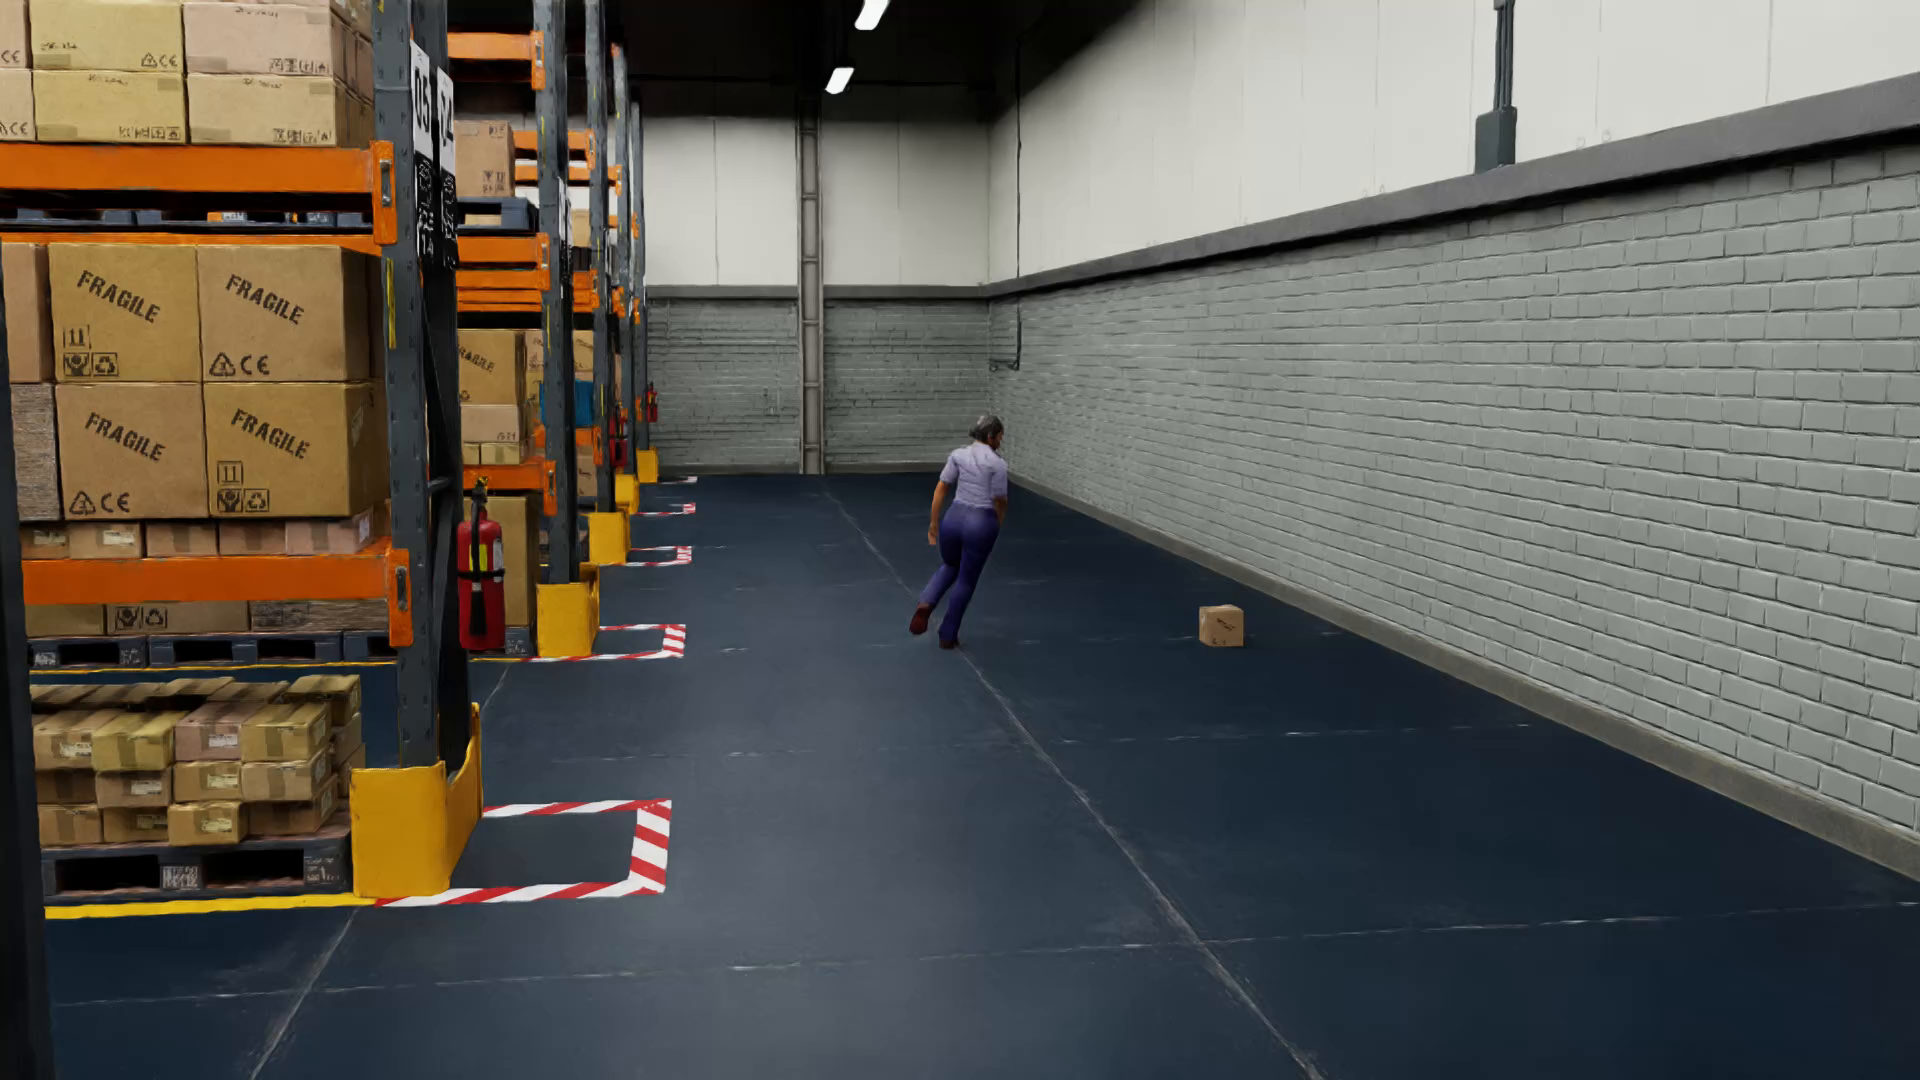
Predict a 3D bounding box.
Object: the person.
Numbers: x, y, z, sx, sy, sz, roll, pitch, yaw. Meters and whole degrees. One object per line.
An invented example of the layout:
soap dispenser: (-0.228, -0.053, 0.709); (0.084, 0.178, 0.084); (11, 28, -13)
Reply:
person: (0.026, -0.062, 11.463); (0.698, 1.606, 0.490); (3, 7, 25)
